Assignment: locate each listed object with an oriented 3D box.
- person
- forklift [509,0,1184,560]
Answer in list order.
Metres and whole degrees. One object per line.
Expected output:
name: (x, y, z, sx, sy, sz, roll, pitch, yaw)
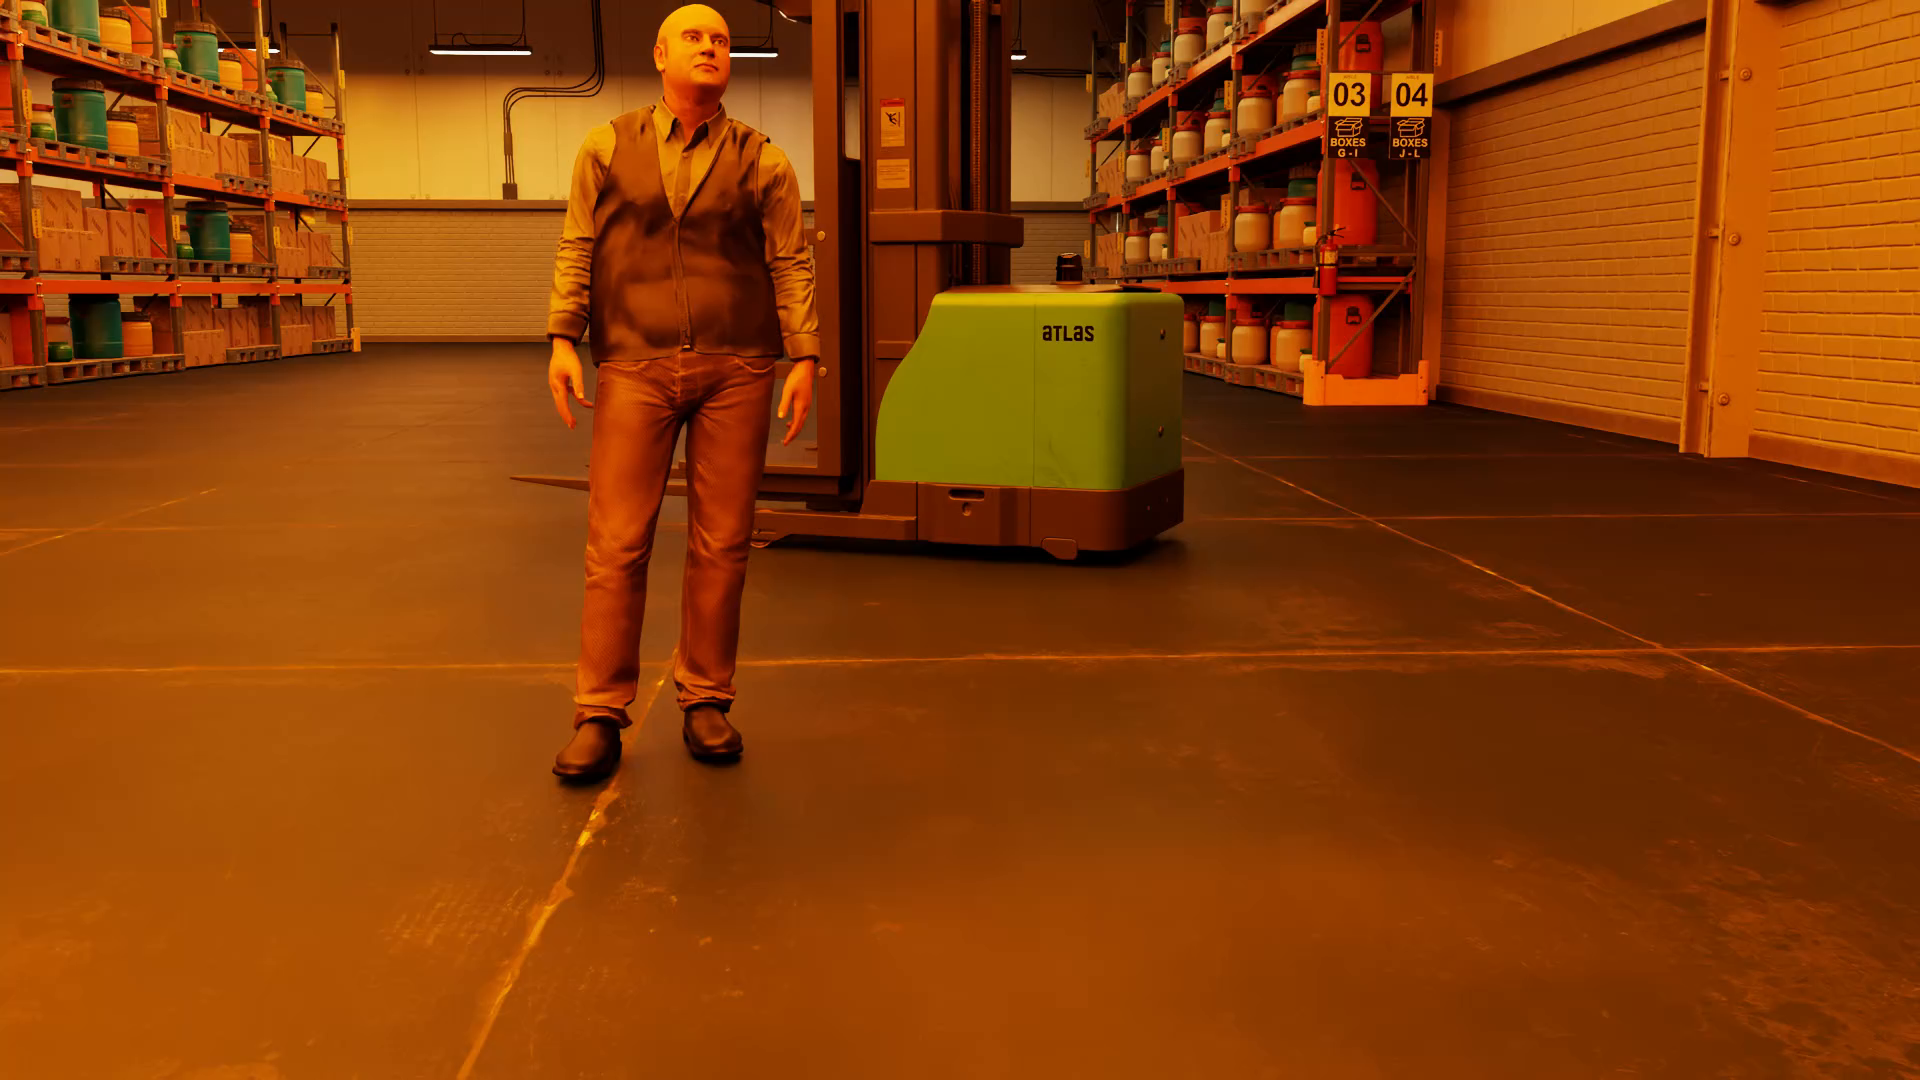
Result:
person: (-0.633, -0.361, 3.829, 0.632, 1.720, 0.569, -2, 9, -10)
forklift: (-0.578, -1.484, 7.325, 3.031, 2.935, 1.130, 3, 9, 22)
